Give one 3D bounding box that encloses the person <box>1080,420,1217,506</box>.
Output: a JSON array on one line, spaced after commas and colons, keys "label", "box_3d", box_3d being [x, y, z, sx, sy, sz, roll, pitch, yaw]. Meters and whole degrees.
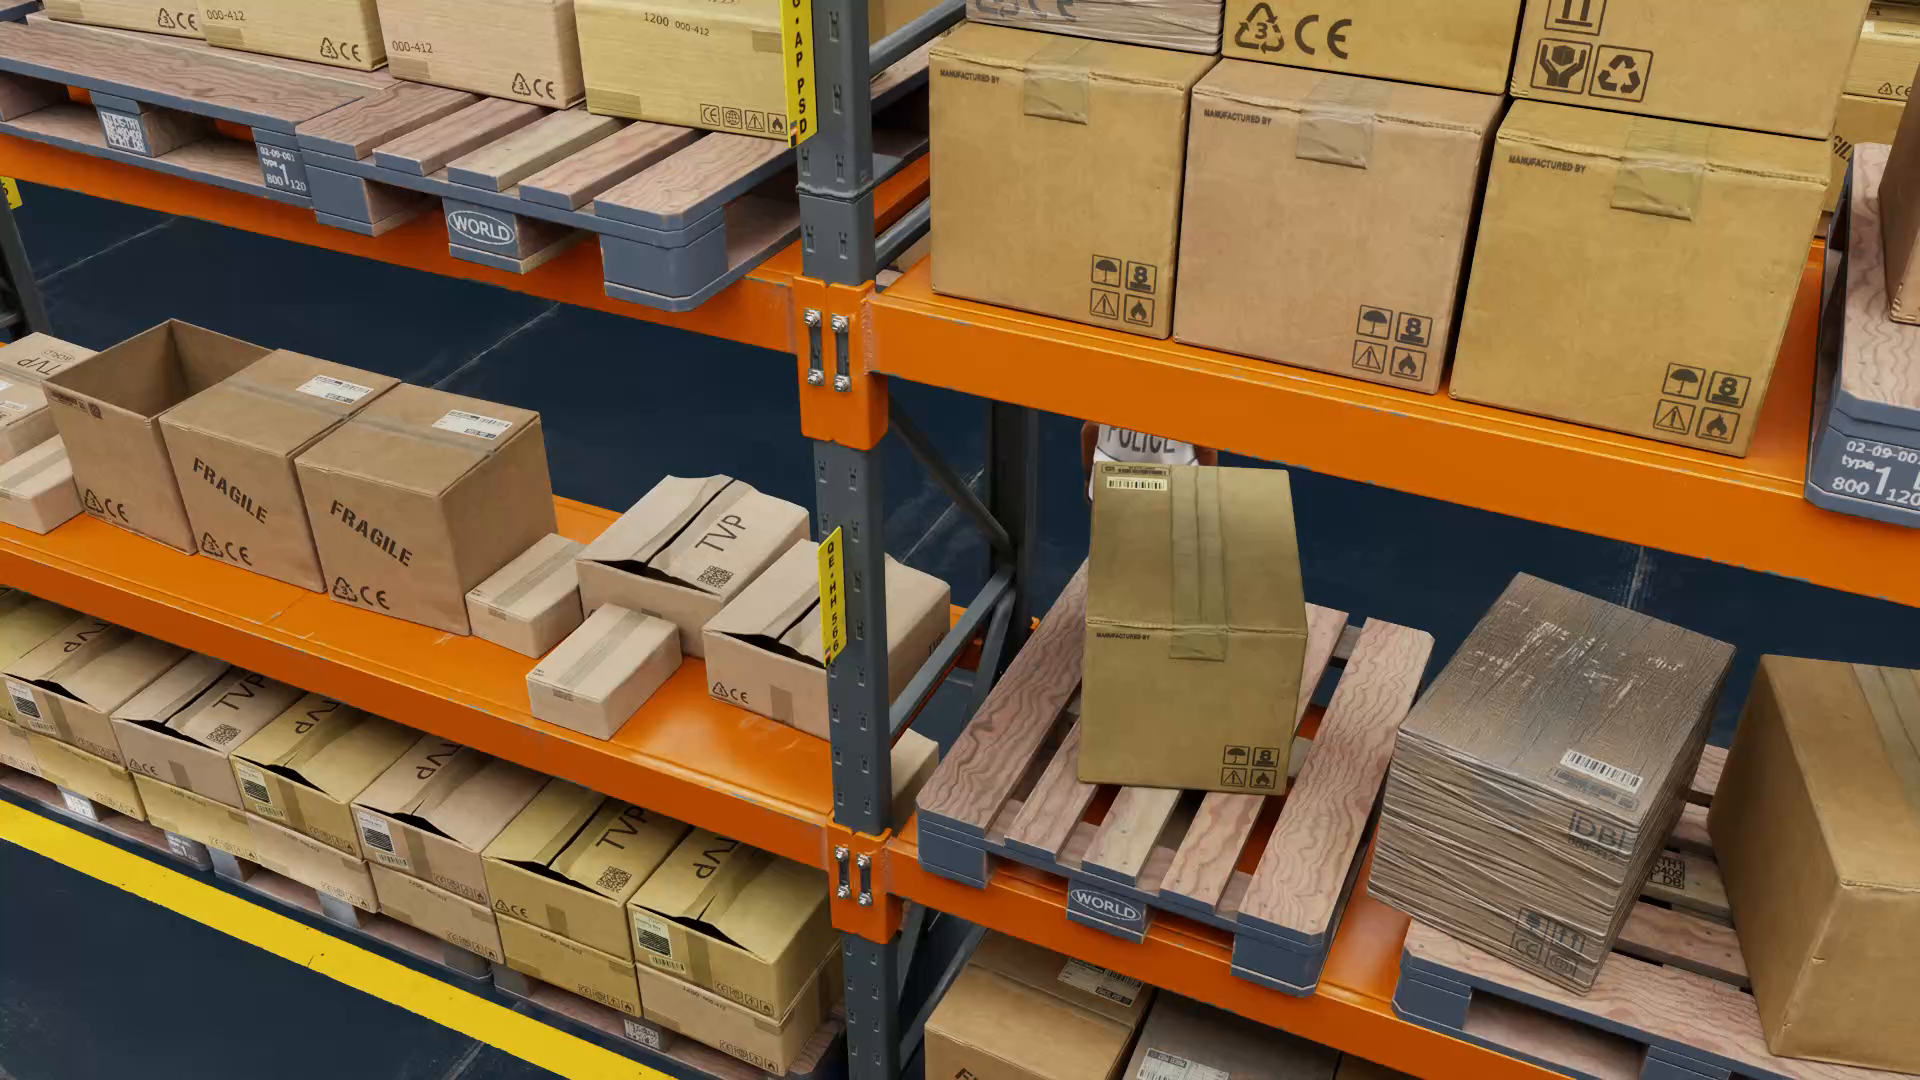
[{"label": "person", "box_3d": [0.744, -0.193, 6.424, 0.563, 1.665, 0.470, 12, 36, 17]}]
